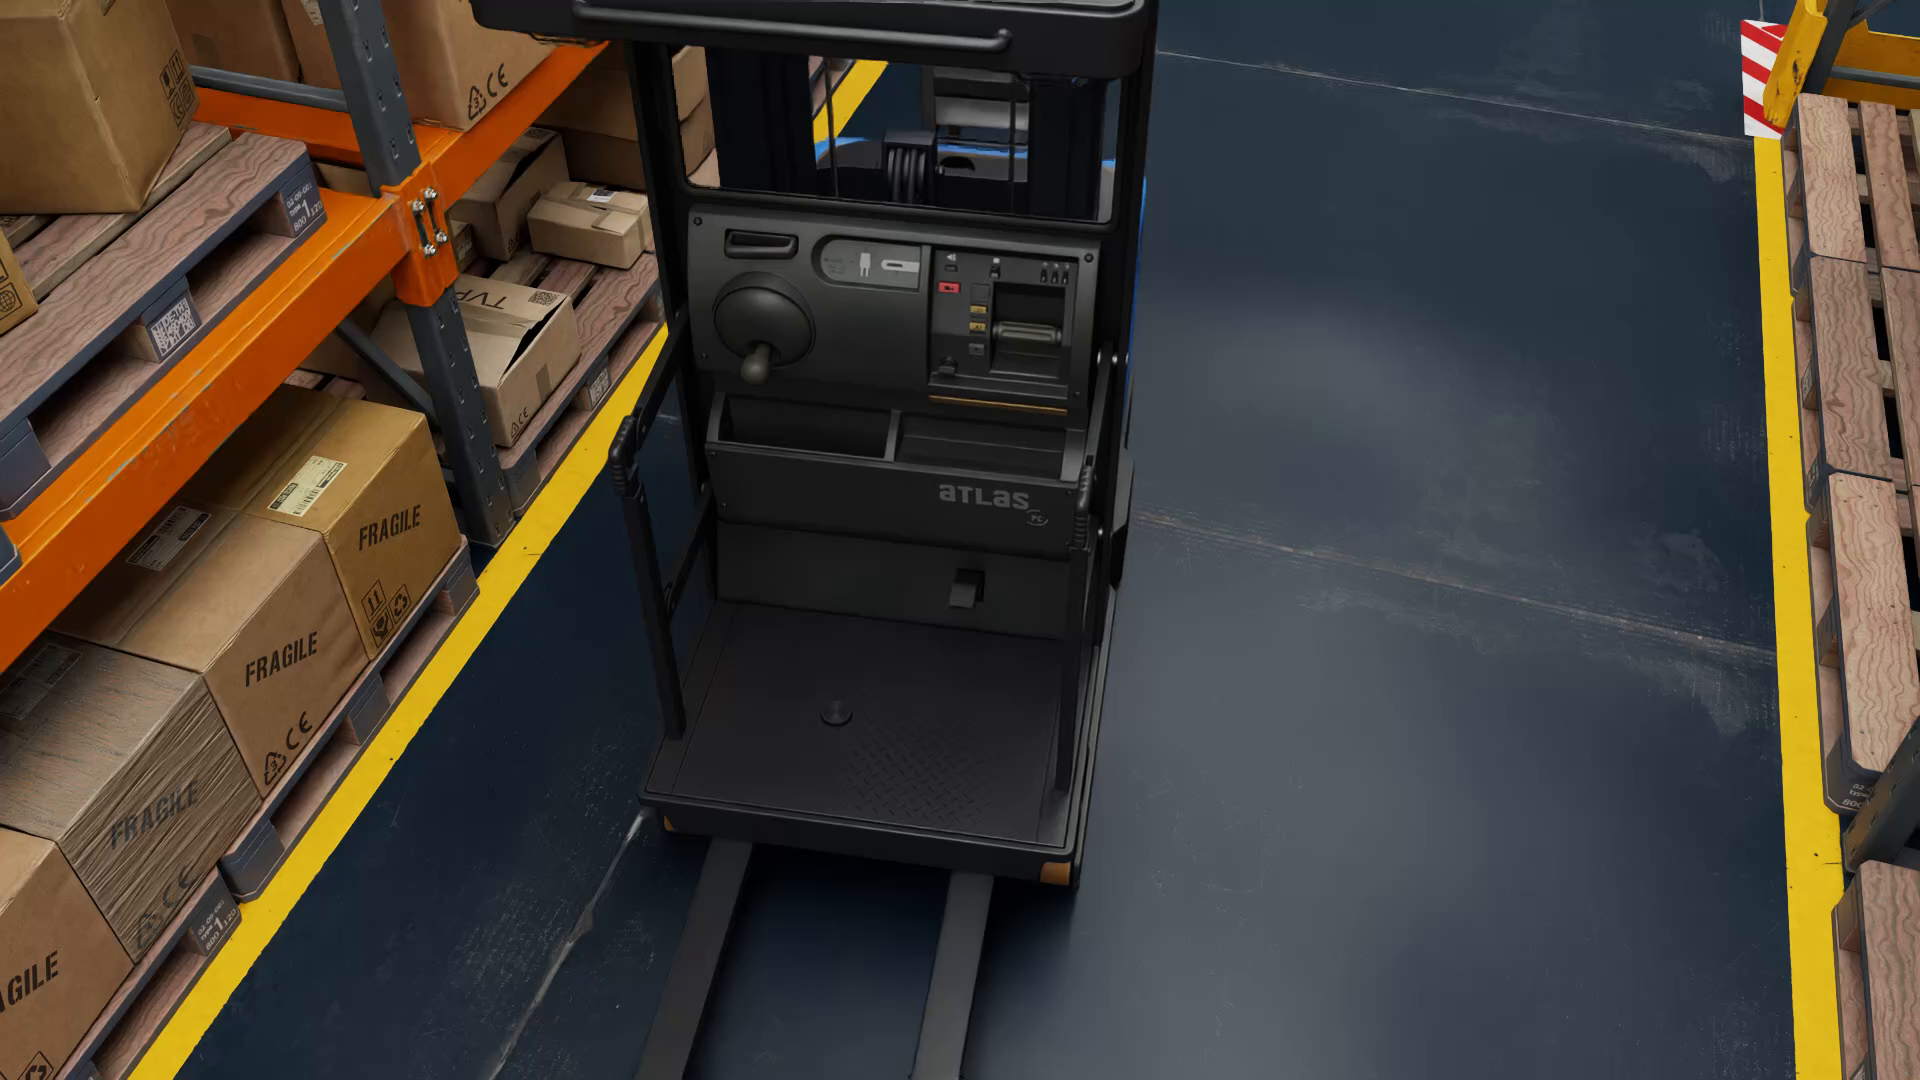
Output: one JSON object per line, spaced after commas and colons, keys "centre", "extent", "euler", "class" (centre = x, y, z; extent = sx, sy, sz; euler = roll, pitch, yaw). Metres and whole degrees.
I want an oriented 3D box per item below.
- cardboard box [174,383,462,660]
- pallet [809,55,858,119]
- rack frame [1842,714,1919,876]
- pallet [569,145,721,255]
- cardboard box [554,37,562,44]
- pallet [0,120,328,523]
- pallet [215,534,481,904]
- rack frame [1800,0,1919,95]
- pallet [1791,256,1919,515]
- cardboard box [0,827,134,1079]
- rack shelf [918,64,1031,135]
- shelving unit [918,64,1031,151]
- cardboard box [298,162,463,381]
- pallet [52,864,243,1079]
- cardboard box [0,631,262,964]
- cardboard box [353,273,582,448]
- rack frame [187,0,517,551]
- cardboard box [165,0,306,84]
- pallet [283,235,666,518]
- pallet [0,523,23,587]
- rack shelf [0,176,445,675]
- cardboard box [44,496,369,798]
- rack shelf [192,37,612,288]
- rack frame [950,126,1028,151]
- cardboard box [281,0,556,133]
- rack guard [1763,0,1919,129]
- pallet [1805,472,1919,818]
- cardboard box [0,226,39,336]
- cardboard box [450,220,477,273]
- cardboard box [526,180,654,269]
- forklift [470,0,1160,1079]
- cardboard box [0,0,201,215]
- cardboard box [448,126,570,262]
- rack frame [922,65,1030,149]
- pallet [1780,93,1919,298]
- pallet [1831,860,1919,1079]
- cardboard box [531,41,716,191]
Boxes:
{"centre": [-1.784, -0.059, 4.639], "extent": [0.500, 0.500, 0.500], "euler": [12, 46, 12], "class": "cardboard box"}
{"centre": [-0.960, -2.272, 7.421], "extent": [1.003, 0.211, 1.213], "euler": [13, 46, 13], "class": "pallet"}
{"centre": [2.812, -0.133, 3.242], "extent": [1.000, 3.000, 0.127], "euler": [13, 46, 13], "class": "rack frame"}
{"centre": [-1.331, -1.462, 6.593], "extent": [1.003, 0.211, 1.213], "euler": [13, 46, 13], "class": "pallet"}
{"centre": [-1.341, -1.845, 4.919], "extent": [0.500, 0.500, 0.500], "euler": [13, 46, 13], "class": "cardboard box"}
{"centre": [-2.253, -0.607, 3.863], "extent": [1.003, 0.211, 1.213], "euler": [13, 46, 13], "class": "pallet"}
{"centre": [-2.118, 0.362, 4.729], "extent": [1.003, 0.211, 1.213], "euler": [13, 46, 13], "class": "pallet"}
{"centre": [4.024, -2.800, 5.966], "extent": [1.000, 3.000, 0.127], "euler": [13, 46, 13], "class": "rack frame"}
{"centre": [3.366, -0.451, 5.560], "extent": [1.003, 0.211, 1.213], "euler": [13, 46, 13], "class": "pallet"}
{"centre": [-2.245, 0.942, 3.615], "extent": [0.500, 0.500, 0.500], "euler": [11, 45, 11], "class": "cardboard box"}
{"centre": [0.127, -1.342, 5.139], "extent": [0.431, 0.518, 0.480], "euler": [7, 45, 7], "class": "rack shelf"}
{"centre": [0.127, -1.352, 5.130], "extent": [0.431, 2.100, 0.503], "euler": [7, 45, 7], "class": "shelving unit"}
{"centre": [-2.005, -0.889, 5.486], "extent": [0.500, 0.500, 0.500], "euler": [13, 46, 13], "class": "cardboard box"}
{"centre": [-2.485, 1.178, 3.896], "extent": [1.003, 0.211, 1.213], "euler": [13, 46, 13], "class": "pallet"}
{"centre": [-2.094, 0.603, 3.962], "extent": [0.500, 0.500, 0.500], "euler": [13, 46, 13], "class": "cardboard box"}
{"centre": [-1.574, -0.615, 5.342], "extent": [0.500, 0.311, 0.500], "euler": [13, 46, 13], "class": "cardboard box"}
{"centre": [-1.907, -1.185, 4.316], "extent": [1.000, 3.000, 0.127], "euler": [13, 46, 13], "class": "rack frame"}
{"centre": [-2.000, -1.608, 4.677], "extent": [0.500, 0.500, 0.500], "euler": [13, 46, 13], "class": "cardboard box"}
{"centre": [-1.698, -0.646, 5.759], "extent": [1.003, 0.211, 1.213], "euler": [13, 46, 13], "class": "pallet"}
{"centre": [-2.534, 0.253, 2.984], "extent": [1.003, 0.211, 1.213], "euler": [13, 46, 13], "class": "pallet"}
{"centre": [-2.513, 0.405, 3.206], "extent": [1.077, 0.370, 4.000], "euler": [13, 46, 13], "class": "rack shelf"}
{"centre": [-1.941, 0.268, 4.304], "extent": [0.500, 0.500, 0.500], "euler": [13, 46, 13], "class": "cardboard box"}
{"centre": [-1.302, -2.261, 5.930], "extent": [1.077, 0.370, 4.000], "euler": [13, 46, 13], "class": "rack shelf"}
{"centre": [0.166, -1.520, 5.302], "extent": [0.400, 2.100, 0.015], "euler": [7, 45, 7], "class": "rack frame"}
{"centre": [-1.493, -1.503, 4.570], "extent": [0.500, 0.500, 0.500], "euler": [14, 46, 14], "class": "cardboard box"}
{"centre": [4.019, -1.925, 6.860], "extent": [1.175, 0.500, 0.348], "euler": [13, 46, 13], "class": "rack guard"}
{"centre": [2.998, 0.365, 4.726], "extent": [1.003, 0.211, 1.213], "euler": [13, 46, 13], "class": "pallet"}
{"centre": [-2.412, -0.631, 3.378], "extent": [0.700, 0.500, 0.500], "euler": [19, 48, 19], "class": "cardboard box"}
{"centre": [-1.949, -1.026, 5.877], "extent": [0.380, 0.149, 0.250], "euler": [13, 46, 13], "class": "cardboard box"}
{"centre": [-1.322, -1.142, 5.984], "extent": [0.380, 0.166, 0.250], "euler": [13, 46, 13], "class": "cardboard box"}
{"centre": [-0.190, -0.428, 3.592], "extent": [1.130, 2.935, 3.031], "euler": [7, 45, 7], "class": "forklift"}
{"centre": [-2.264, -1.102, 3.860], "extent": [0.700, 0.500, 0.500], "euler": [-1, 44, -1], "class": "cardboard box"}
{"centre": [-1.778, -1.321, 6.063], "extent": [0.500, 0.311, 0.500], "euler": [13, 46, 13], "class": "cardboard box"}
{"centre": [0.087, -1.183, 4.958], "extent": [0.400, 2.100, 0.015], "euler": [7, 45, 7], "class": "rack frame"}
{"centre": [3.737, -1.262, 6.388], "extent": [1.003, 0.211, 1.213], "euler": [13, 46, 13], "class": "pallet"}
{"centre": [2.539, 1.369, 3.700], "extent": [1.003, 0.211, 1.213], "euler": [13, 46, 13], "class": "pallet"}
{"centre": [-1.343, -1.703, 6.316], "extent": [0.797, 0.503, 0.637], "euler": [13, 46, 13], "class": "cardboard box"}
